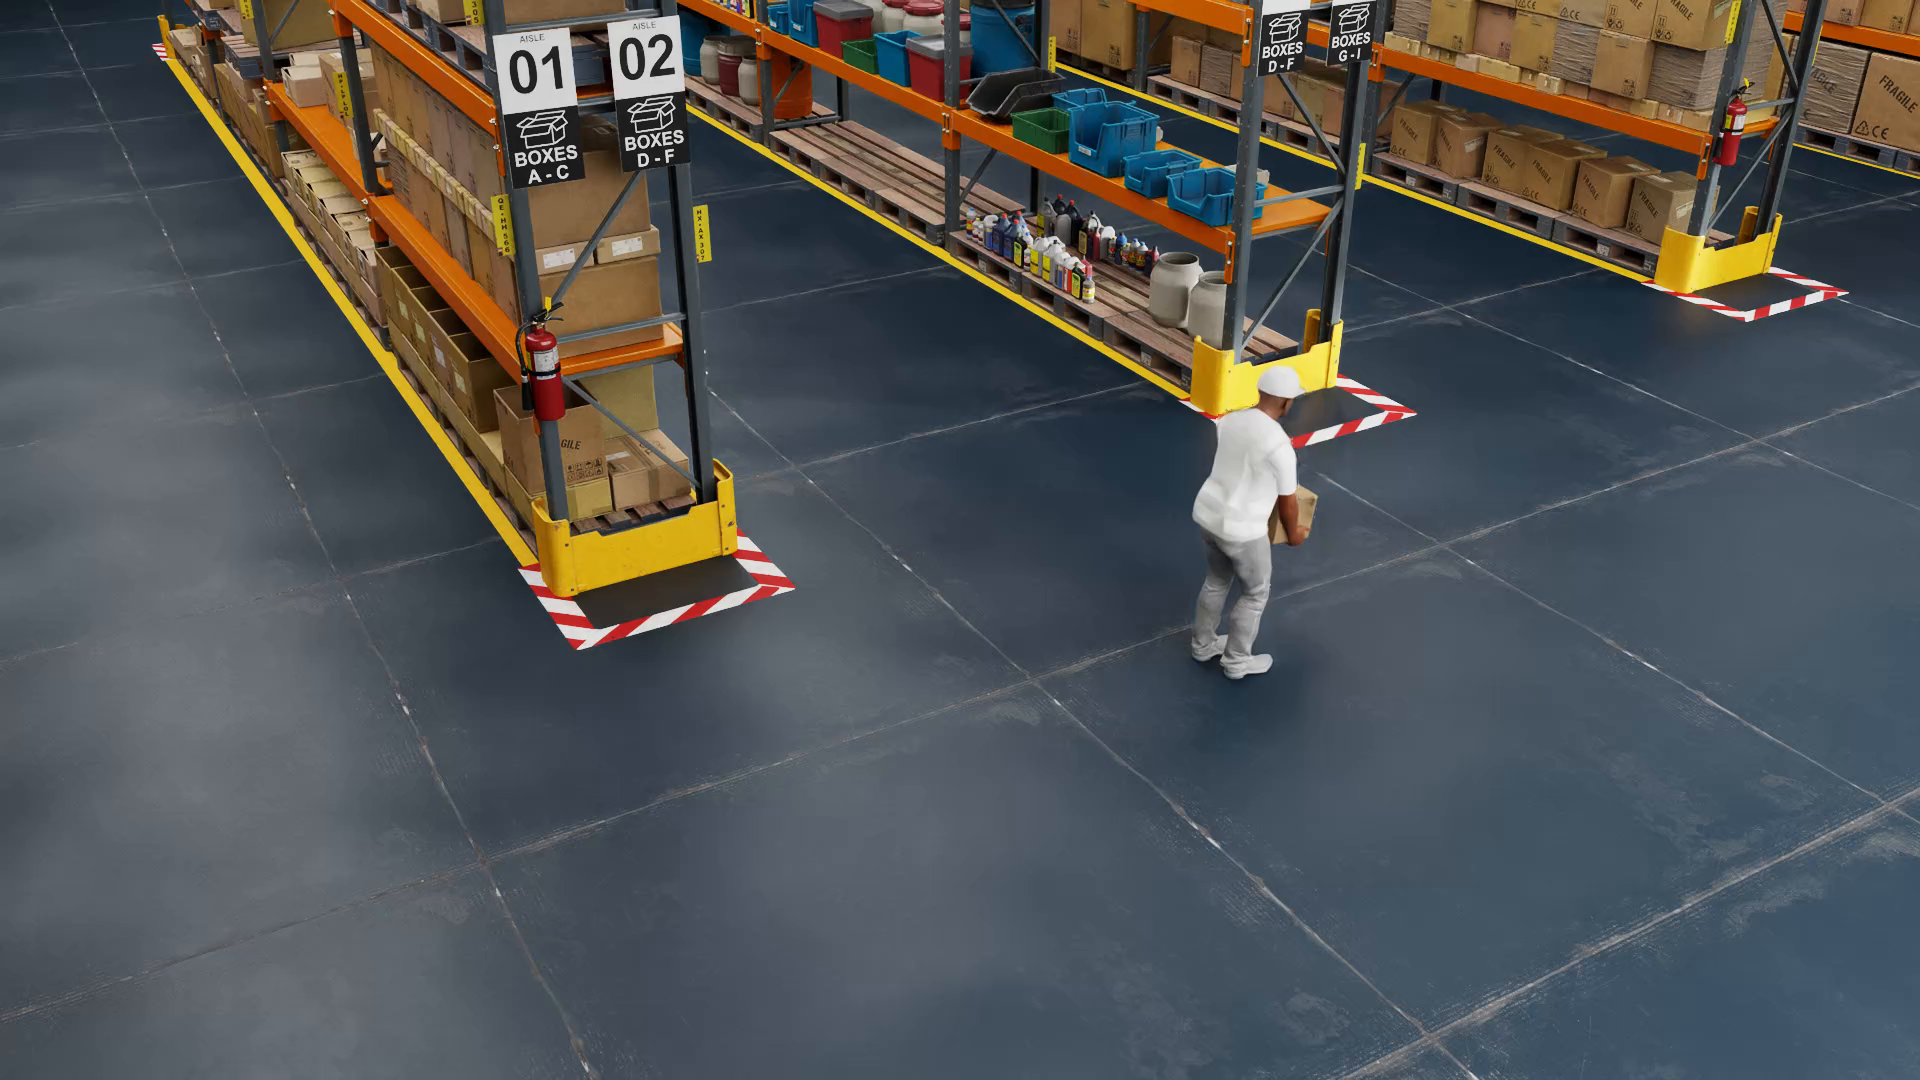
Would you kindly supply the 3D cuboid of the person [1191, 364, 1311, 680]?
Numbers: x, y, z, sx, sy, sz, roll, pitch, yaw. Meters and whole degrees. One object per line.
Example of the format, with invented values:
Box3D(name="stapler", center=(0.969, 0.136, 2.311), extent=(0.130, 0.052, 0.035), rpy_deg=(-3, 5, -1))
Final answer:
Box3D(name="person", center=(1.528, -0.103, 8.774), extent=(0.611, 1.718, 0.493), rpy_deg=(-16, 33, -27))
